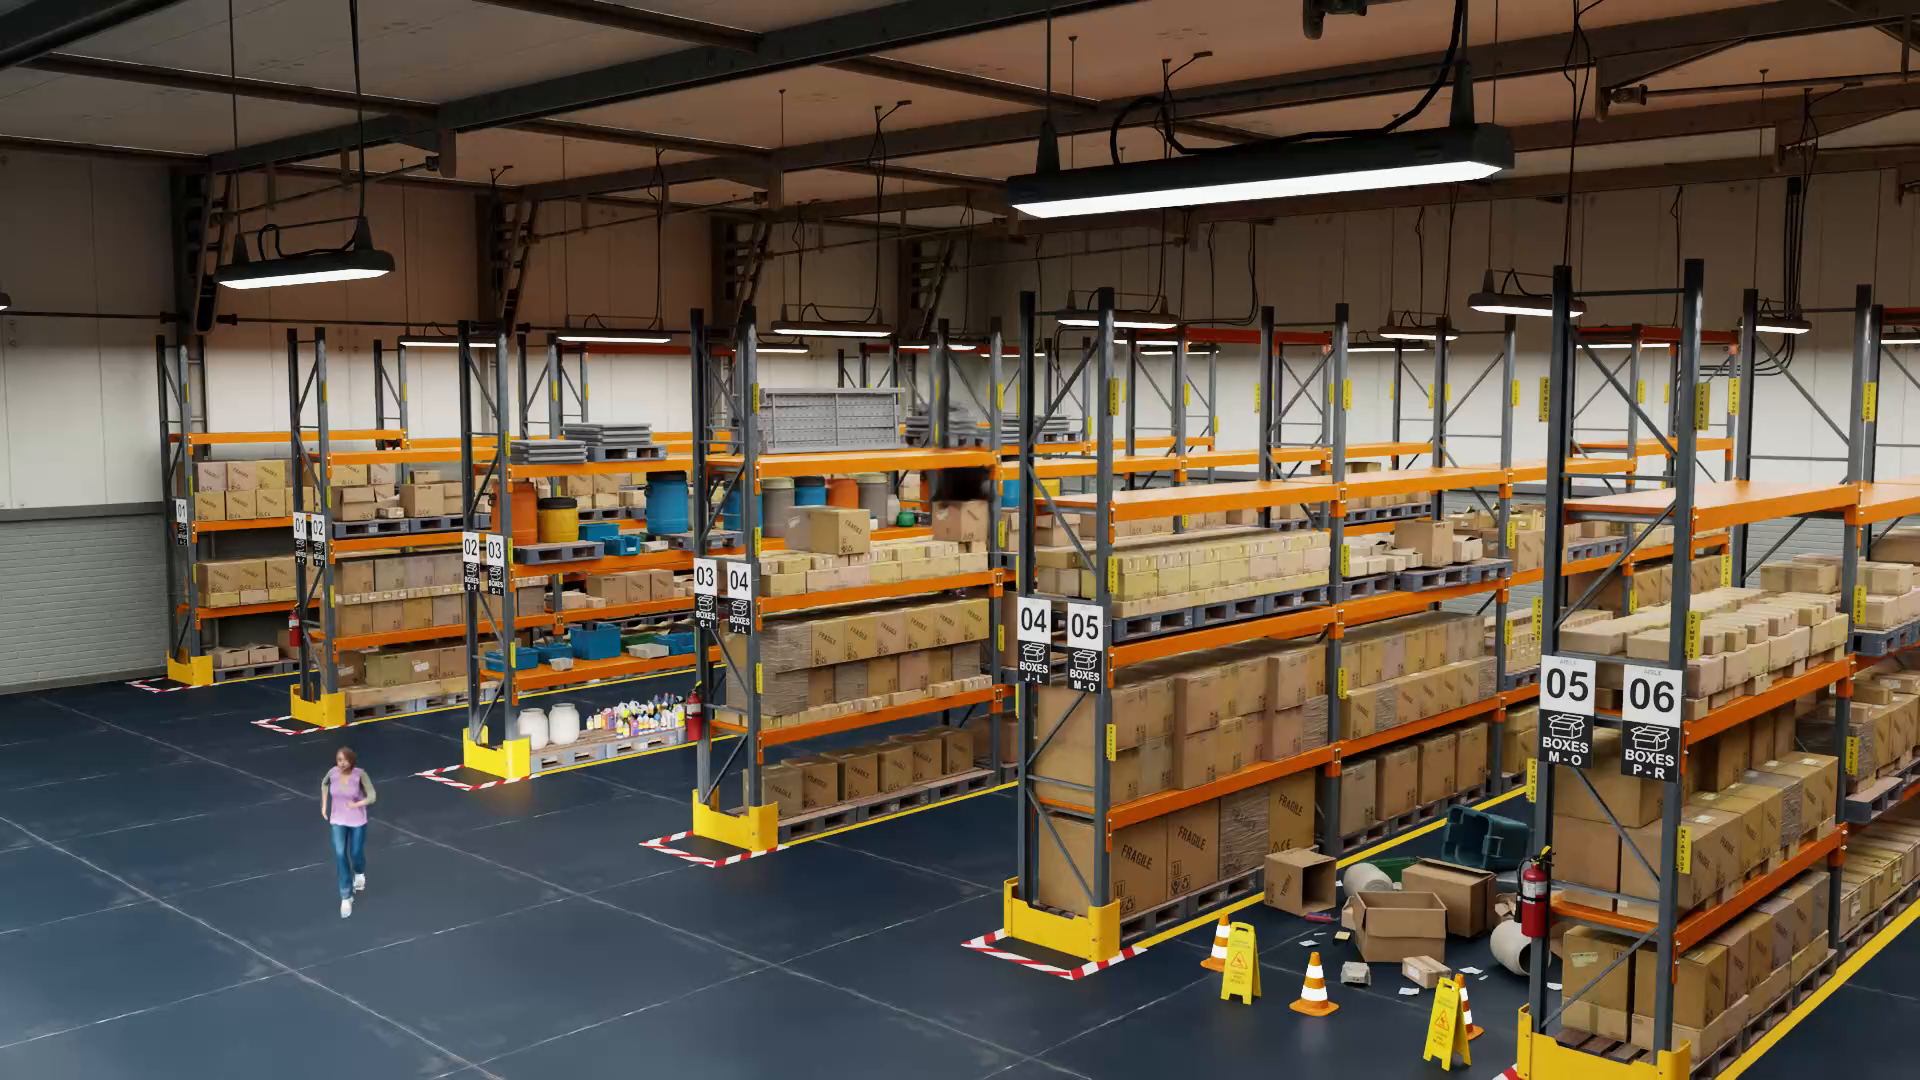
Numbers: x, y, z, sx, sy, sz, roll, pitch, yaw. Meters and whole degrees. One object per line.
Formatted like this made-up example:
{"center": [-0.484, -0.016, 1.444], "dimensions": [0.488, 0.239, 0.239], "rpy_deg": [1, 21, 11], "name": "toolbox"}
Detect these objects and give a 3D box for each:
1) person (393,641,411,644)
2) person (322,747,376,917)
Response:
{"center": [-9.399, 1.681, 28.086], "dimensions": [0.590, 1.687, 0.909], "rpy_deg": [4, 7, 37], "name": "person"}
{"center": [-6.053, 2.826, 16.501], "dimensions": [0.556, 1.621, 0.871], "rpy_deg": [-1, 5, -8], "name": "person"}
